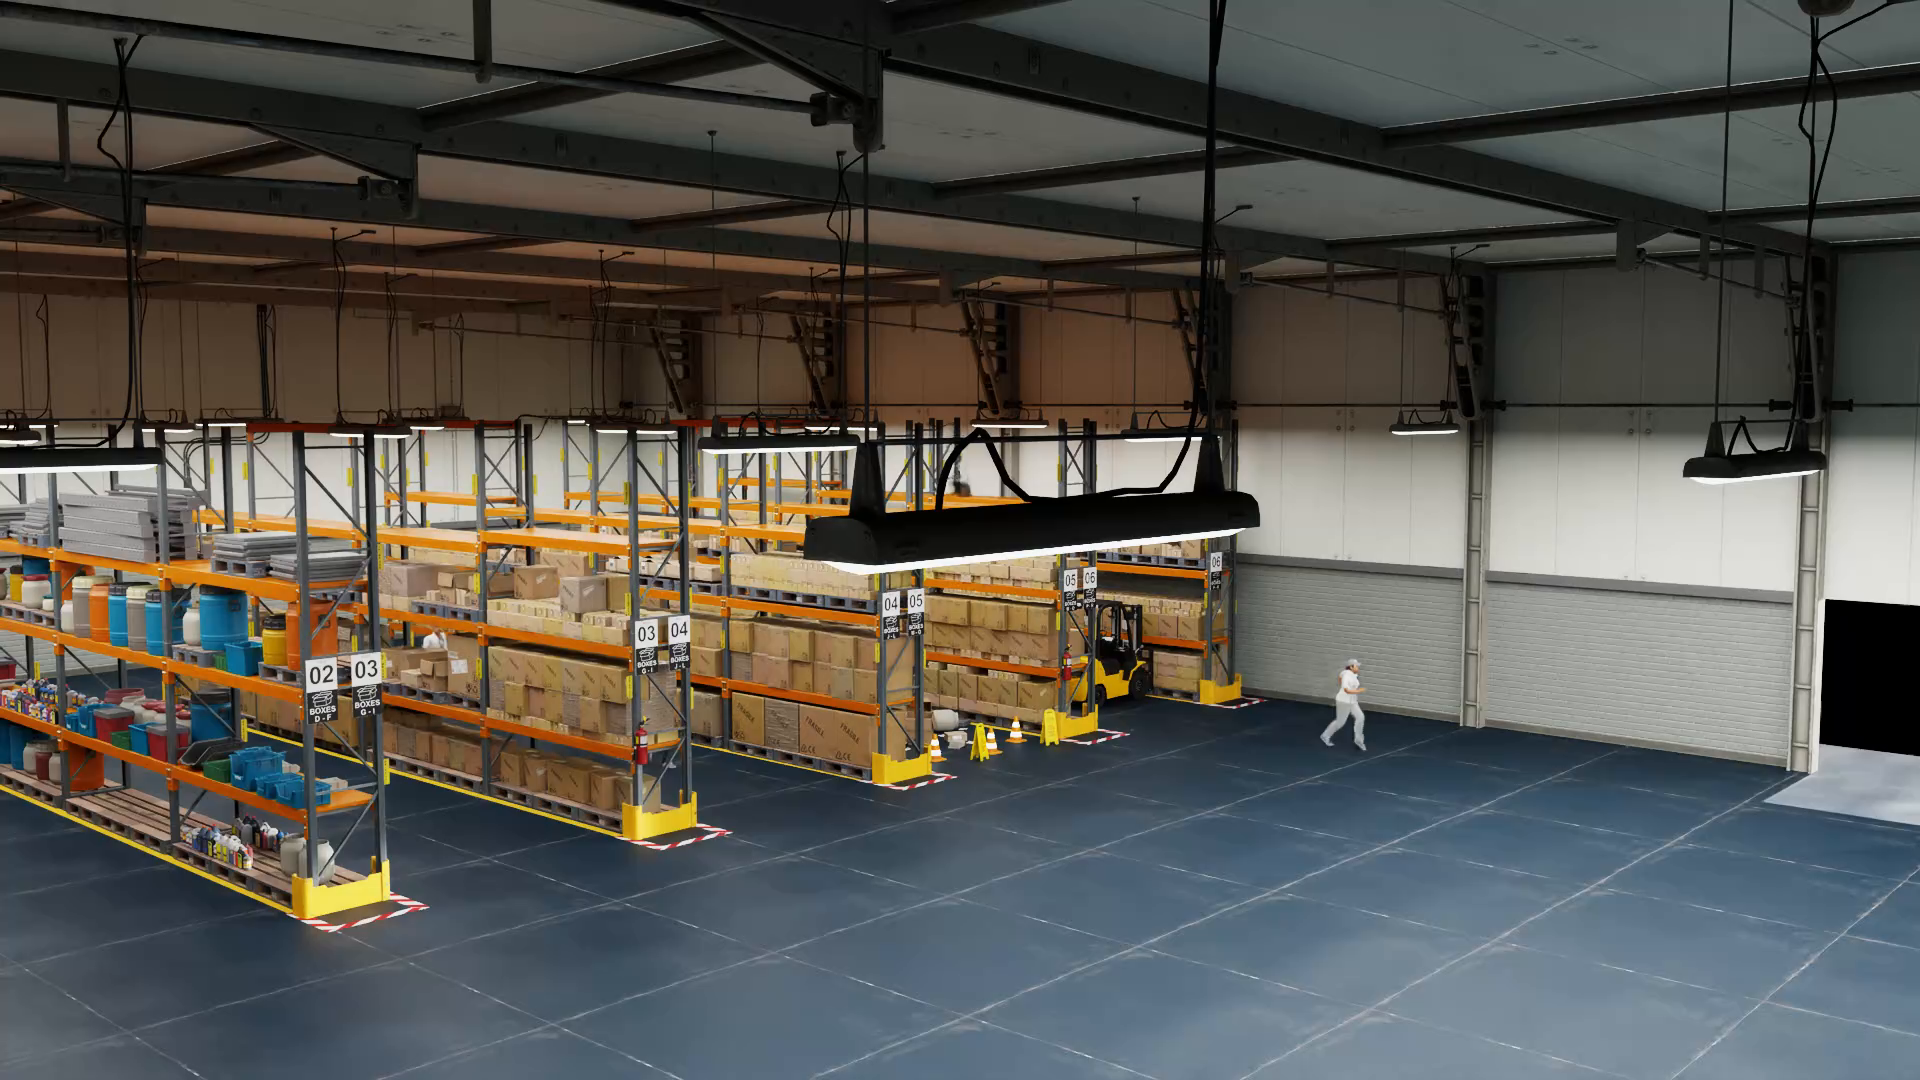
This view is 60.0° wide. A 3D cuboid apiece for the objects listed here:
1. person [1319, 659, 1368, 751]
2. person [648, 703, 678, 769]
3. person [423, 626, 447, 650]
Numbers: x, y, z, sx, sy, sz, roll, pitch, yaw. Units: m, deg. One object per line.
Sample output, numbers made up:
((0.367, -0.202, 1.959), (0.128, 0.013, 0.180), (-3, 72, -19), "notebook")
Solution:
((7.054, 3.022, 30.528), (0.877, 1.711, 0.627), (2, 5, 23), "person")
((-5.183, 3.188, 28.954), (0.625, 1.559, 0.542), (2, 5, 21), "person")
((-10.852, 2.606, 34.721), (0.730, 1.787, 1.052), (-4, 6, -43), "person")
